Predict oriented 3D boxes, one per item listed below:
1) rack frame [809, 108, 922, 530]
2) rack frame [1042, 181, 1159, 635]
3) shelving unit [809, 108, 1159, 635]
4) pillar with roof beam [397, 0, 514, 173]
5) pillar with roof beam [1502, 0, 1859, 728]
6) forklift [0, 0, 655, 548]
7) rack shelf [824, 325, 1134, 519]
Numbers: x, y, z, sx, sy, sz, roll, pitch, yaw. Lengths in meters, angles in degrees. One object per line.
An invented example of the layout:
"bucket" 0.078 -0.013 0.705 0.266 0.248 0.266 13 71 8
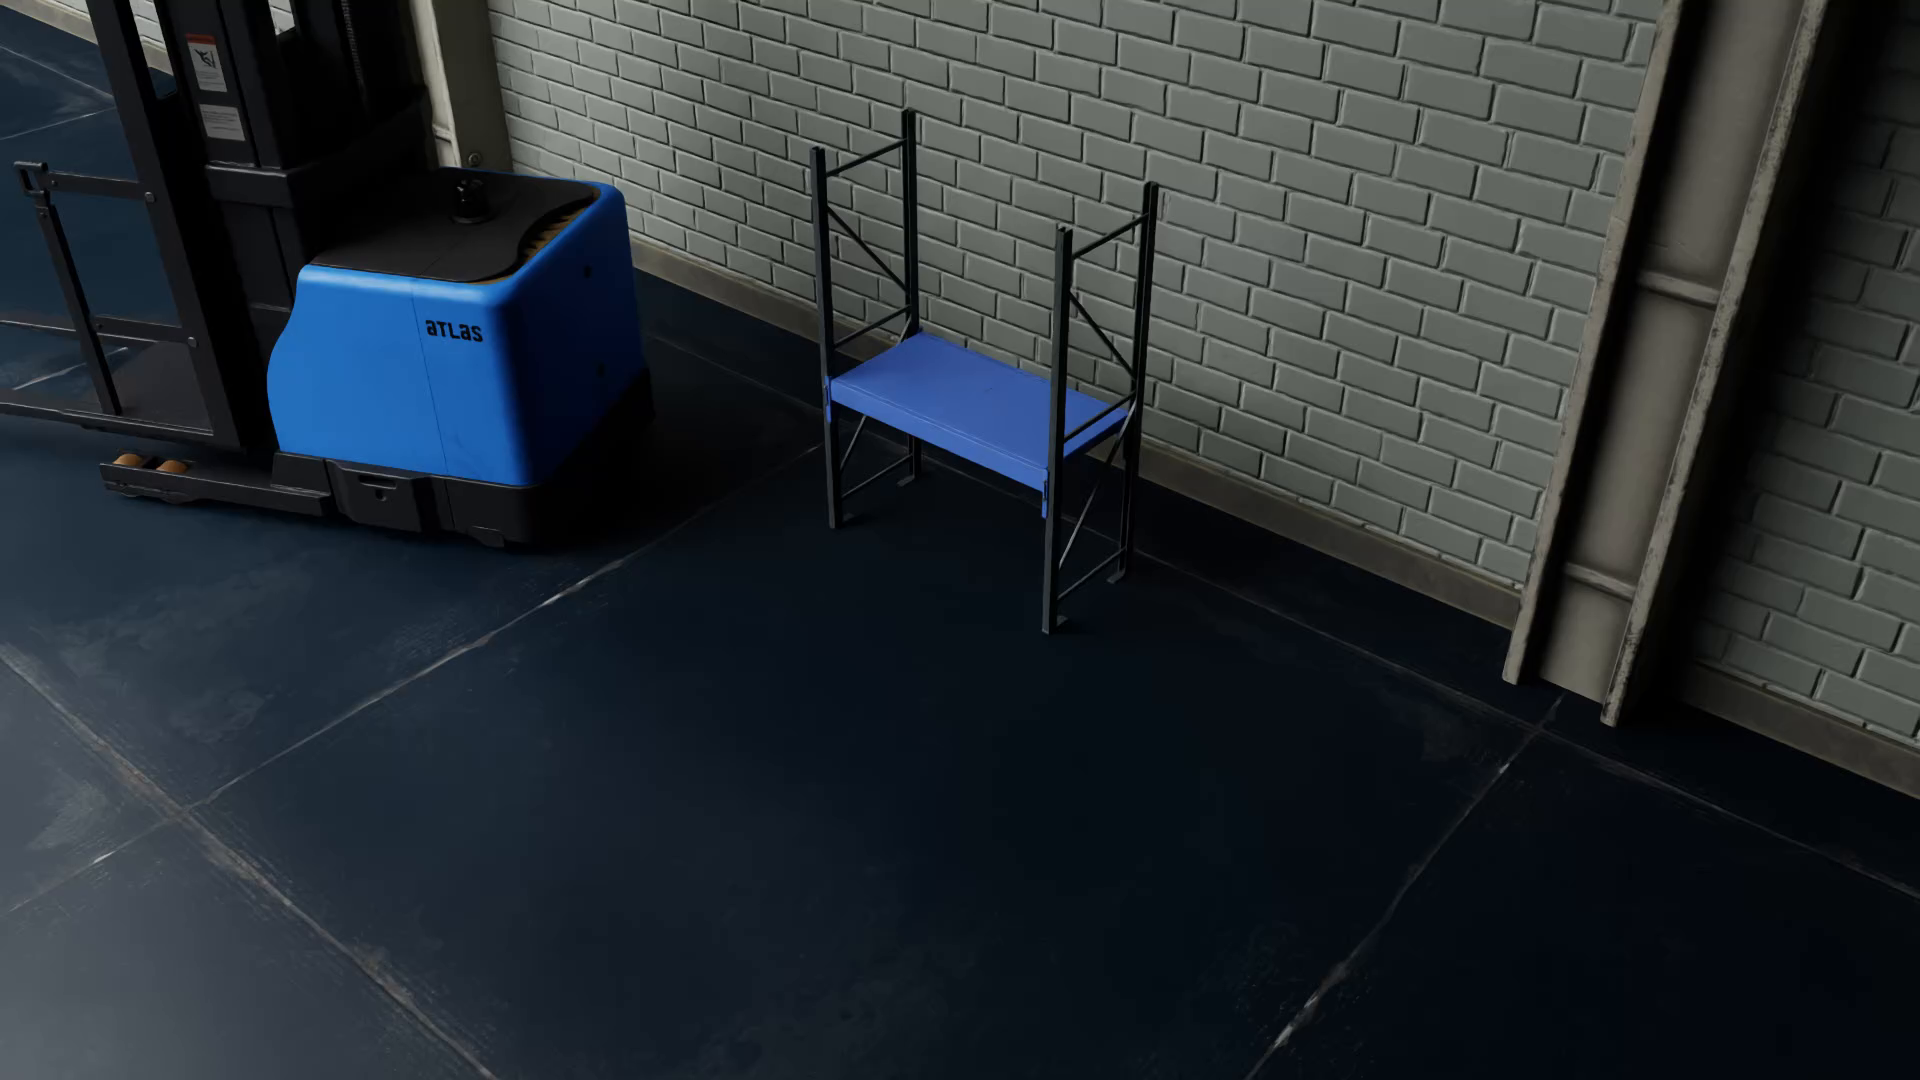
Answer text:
"rack frame" -0.325 -0.771 6.049 0.032 1.500 0.500 25 42 32
"rack frame" 0.456 -0.403 5.512 0.032 1.500 0.500 25 42 32
"shelving unit" 0.066 -0.587 5.780 1.048 1.500 0.538 25 42 32
"pillar with roof beam" -5.302 -3.540 3.456 0.400 9.000 9.100 25 42 32
"pillar with roof beam" -0.691 -1.367 0.292 0.400 9.000 9.100 25 42 32
"forklift" -2.835 -1.627 6.030 3.031 2.935 1.130 8 35 12
"rack shelf" 0.066 -0.439 5.882 1.000 0.185 0.538 25 42 32
